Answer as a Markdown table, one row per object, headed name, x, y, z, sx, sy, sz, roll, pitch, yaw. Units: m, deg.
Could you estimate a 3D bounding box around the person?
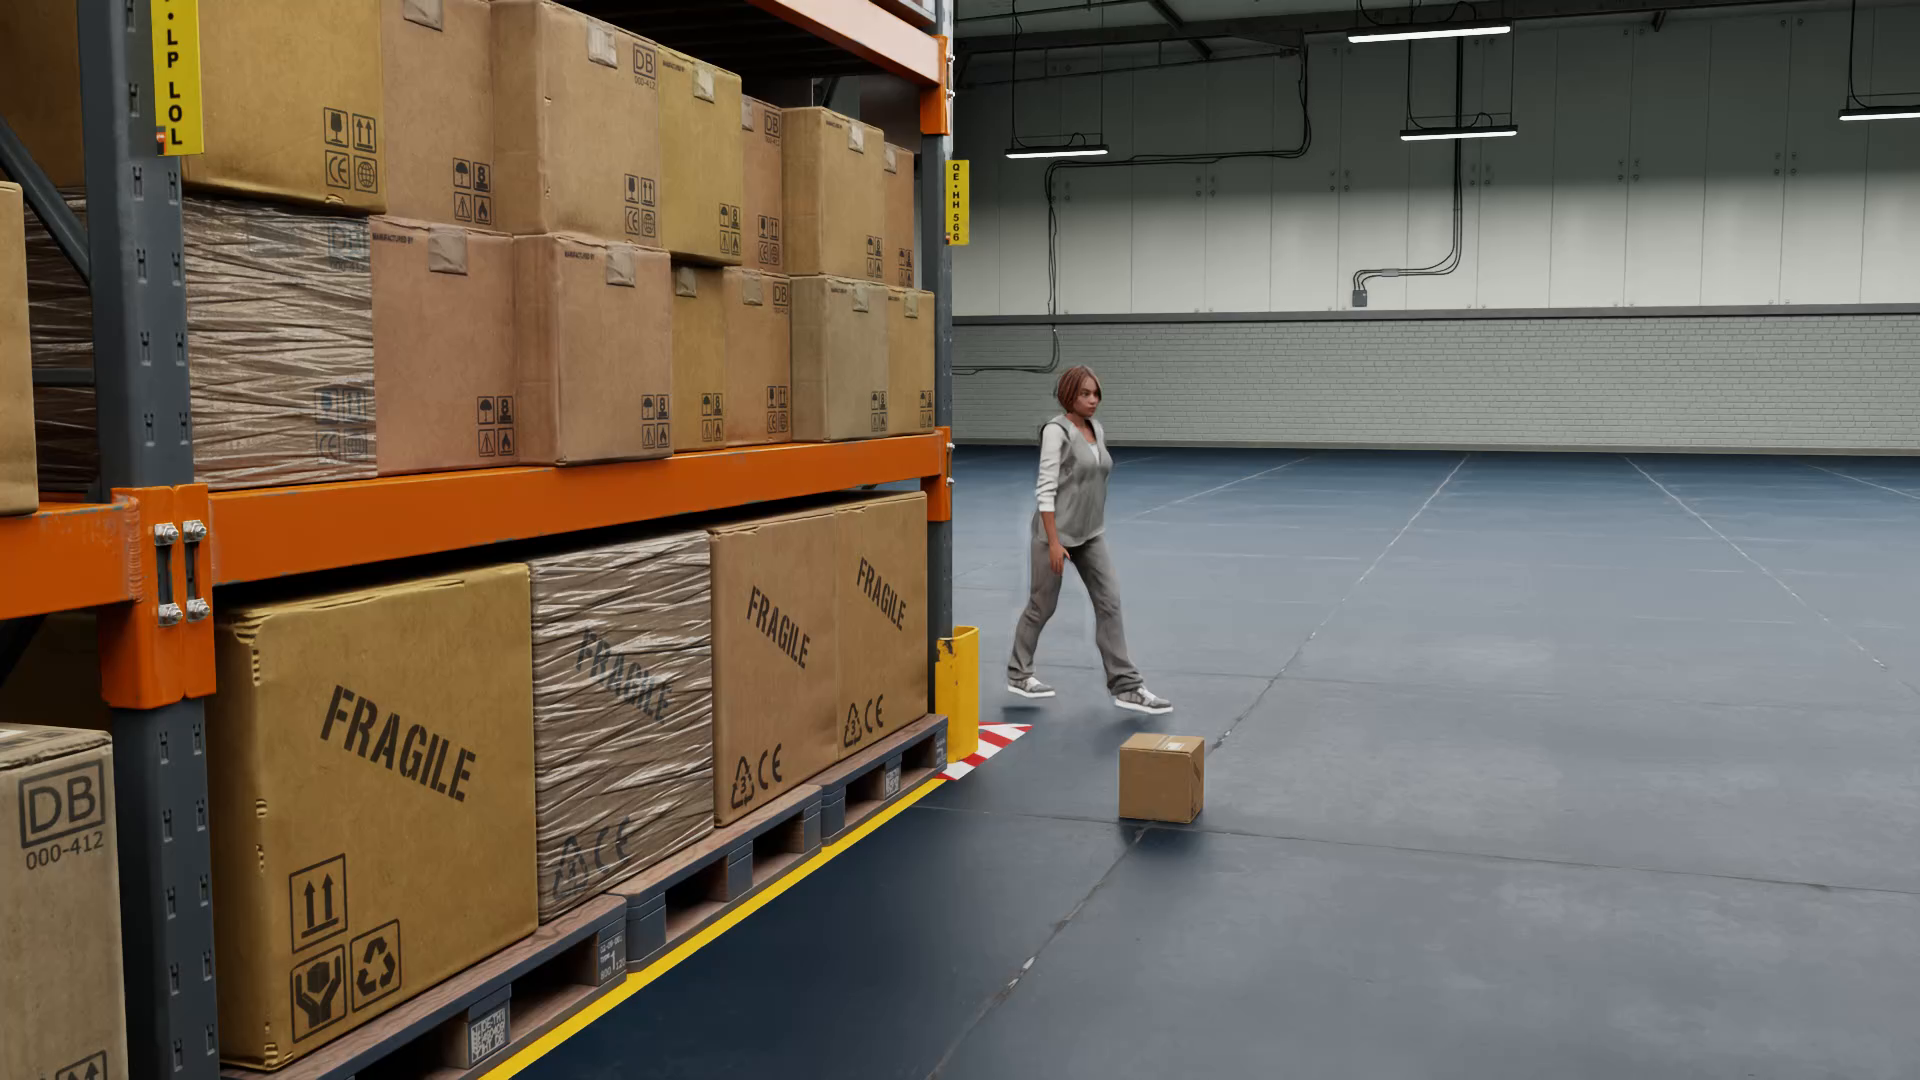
| name | x | y | z | sx | sy | sz | roll | pitch | yaw |
| --- | --- | --- | --- | --- | --- | --- | --- | --- | --- |
| person | 0.526 | -0.012 | 7.503 | 0.469 | 1.545 | 0.870 | -5 | 7 | -41 |
